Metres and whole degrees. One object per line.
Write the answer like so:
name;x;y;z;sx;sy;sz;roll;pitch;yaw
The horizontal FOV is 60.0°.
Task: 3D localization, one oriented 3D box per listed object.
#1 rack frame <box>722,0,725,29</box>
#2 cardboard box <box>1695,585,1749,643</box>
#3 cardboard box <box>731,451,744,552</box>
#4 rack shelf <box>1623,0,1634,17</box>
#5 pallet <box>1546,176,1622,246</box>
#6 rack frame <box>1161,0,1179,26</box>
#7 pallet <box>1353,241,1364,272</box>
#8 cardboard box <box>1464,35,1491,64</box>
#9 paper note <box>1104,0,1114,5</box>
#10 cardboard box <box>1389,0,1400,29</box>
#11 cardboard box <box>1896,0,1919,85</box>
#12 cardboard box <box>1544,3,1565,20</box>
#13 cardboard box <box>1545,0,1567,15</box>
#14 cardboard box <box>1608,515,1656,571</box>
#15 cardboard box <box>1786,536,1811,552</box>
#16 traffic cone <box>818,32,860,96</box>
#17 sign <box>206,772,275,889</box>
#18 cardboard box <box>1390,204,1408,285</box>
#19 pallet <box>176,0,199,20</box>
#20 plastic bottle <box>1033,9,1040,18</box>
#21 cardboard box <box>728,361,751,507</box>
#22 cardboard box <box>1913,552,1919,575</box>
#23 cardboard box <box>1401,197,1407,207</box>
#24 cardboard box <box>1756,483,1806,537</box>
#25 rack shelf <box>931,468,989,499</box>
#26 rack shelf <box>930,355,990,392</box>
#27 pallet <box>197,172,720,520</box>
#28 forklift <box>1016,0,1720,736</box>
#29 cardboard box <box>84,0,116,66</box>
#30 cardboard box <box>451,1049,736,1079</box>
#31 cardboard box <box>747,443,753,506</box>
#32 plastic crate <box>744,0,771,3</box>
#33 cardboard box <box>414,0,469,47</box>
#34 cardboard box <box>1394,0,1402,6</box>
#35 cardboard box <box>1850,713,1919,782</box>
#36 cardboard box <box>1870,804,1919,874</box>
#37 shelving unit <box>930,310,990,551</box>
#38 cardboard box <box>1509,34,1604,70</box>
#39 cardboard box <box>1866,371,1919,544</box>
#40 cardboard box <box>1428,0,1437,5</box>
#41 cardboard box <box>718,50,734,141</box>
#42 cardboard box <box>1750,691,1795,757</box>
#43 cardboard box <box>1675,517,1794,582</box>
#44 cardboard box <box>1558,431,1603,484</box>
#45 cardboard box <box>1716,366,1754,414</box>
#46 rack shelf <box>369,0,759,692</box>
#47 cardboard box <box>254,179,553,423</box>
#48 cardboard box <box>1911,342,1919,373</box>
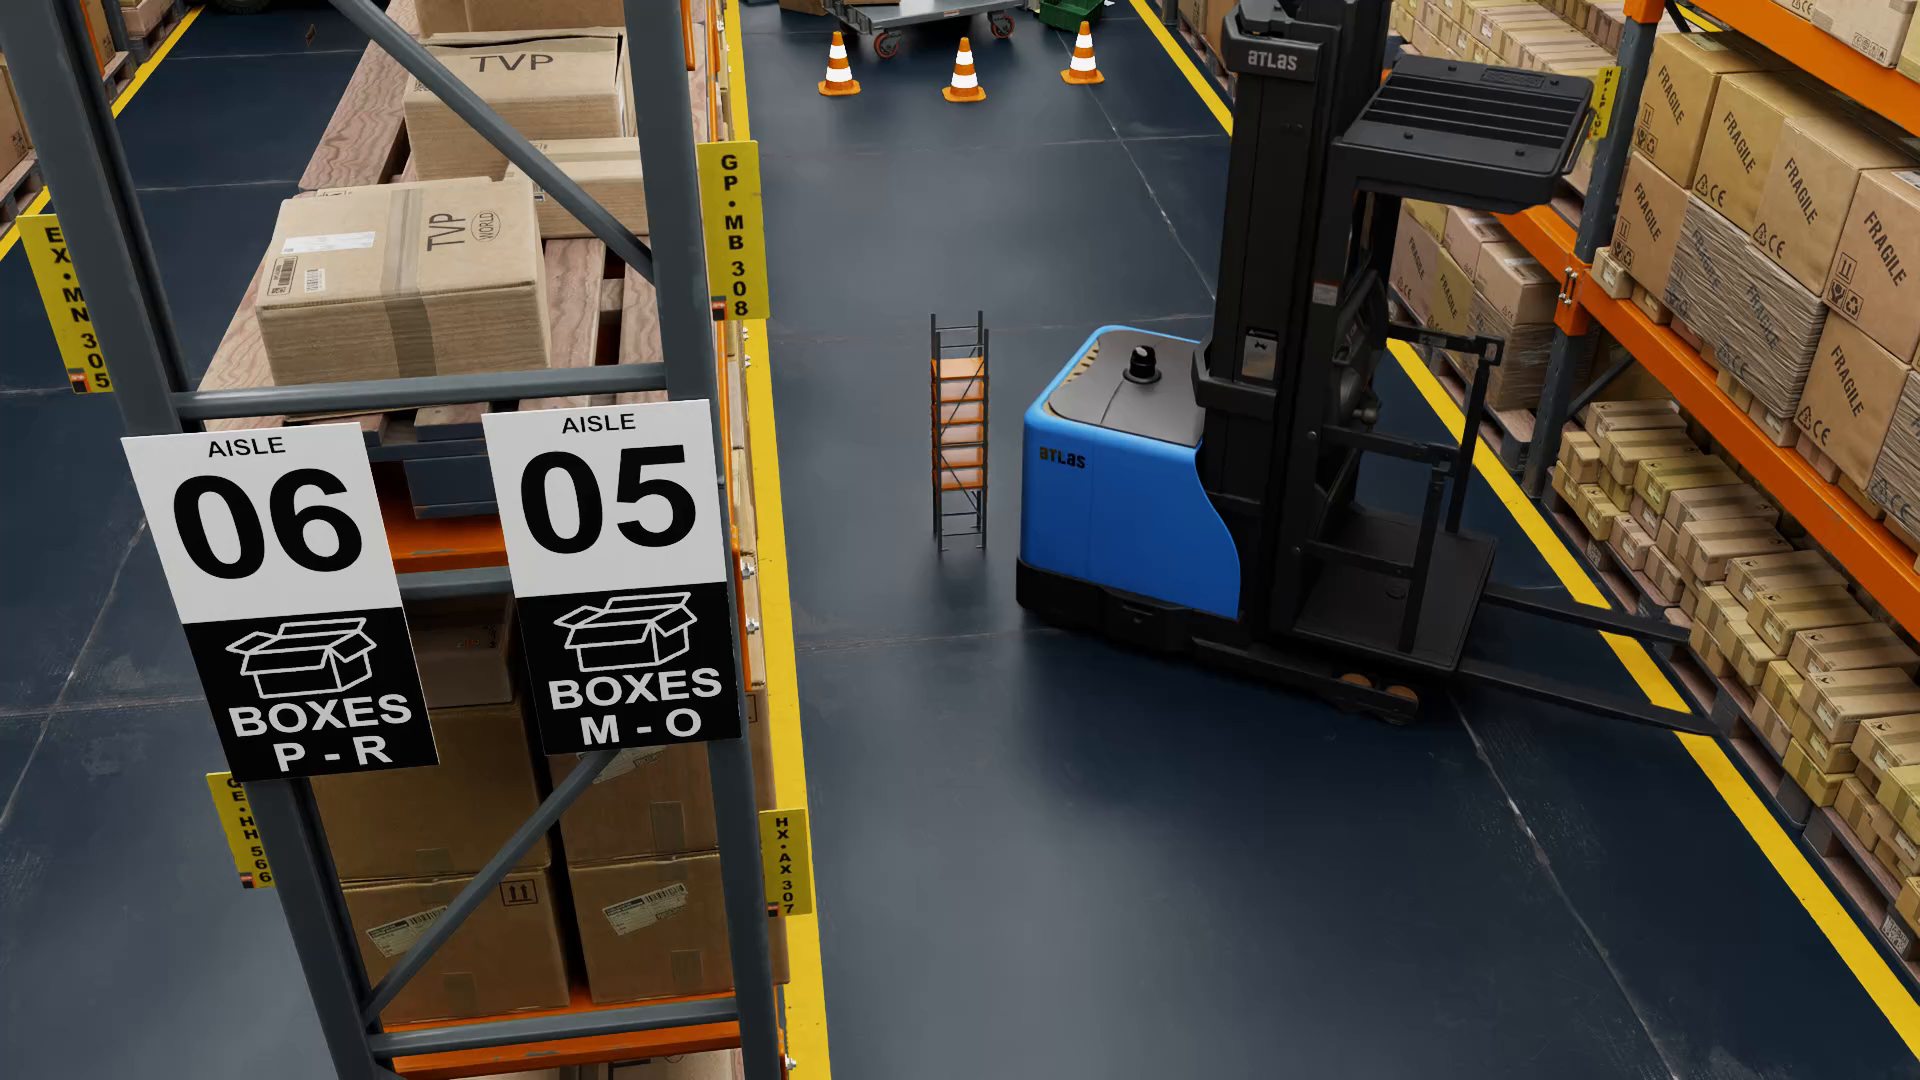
rack frame;-2.550;-5.548;13.728;1.000;3.000;0.127;-4;35;-6
cardboard box;3.358;0.312;7.023;0.380;0.149;0.250;-5;35;-7
cardboard box;-0.737;-0.088;4.163;0.380;0.149;0.250;-3;34;-5
rack shelf;3.148;-3.574;8.806;1.077;0.370;4.000;-4;35;-6
pallet;3.458;-1.874;8.506;1.003;0.211;1.213;-4;35;-6
rack frame;2.341;-5.980;14.361;1.000;3.000;0.127;-4;35;-6
pallet;2.983;-2.159;11.231;1.003;0.211;1.213;-4;35;-6
cardboard box;2.987;-2.650;9.062;0.380;0.149;0.250;-4;35;-6
paper note;1.353;-5.060;15.647;0.142;0.020;0.147;27;43;34
cardboard box;2.812;-3.252;10.208;0.380;0.149;0.250;-3;34;-4
cardboard box;3.411;-1.552;5.333;0.500;0.250;0.500;-3;34;-4
cardboard box;3.572;-2.979;9.544;0.380;0.149;0.250;-4;34;-5
cardboard box;3.571;-3.103;9.461;0.380;0.149;0.250;-3;34;-4
cardboard box;3.268;0.000;7.745;0.380;0.149;0.250;-5;35;-7
cardboard box;3.867;0.104;7.328;0.380;0.149;0.250;-4;34;-5
traffic cone;-0.996;-3.914;13.583;0.336;0.463;0.334;-4;35;-6
sign;-1.476;0.605;3.460;0.100;0.325;0.005;-4;35;-6
cardboard box;2.866;-1.908;10.232;0.500;0.500;0.500;-5;35;-8
pallet;-7.701;-5.147;15.616;1.003;0.211;1.213;-4;35;-6
plastic bottle;0.808;-4.805;15.247;0.133;0.061;0.283;-24;41;-30
cardboard box;-0.872;-0.170;4.860;0.500;0.500;0.500;-5;35;-7
cardboard box;3.522;0.090;5.678;0.380;0.149;0.250;-6;35;-8
cardboard box;2.854;-2.235;10.046;0.500;0.250;0.500;-4;34;-6
cardboard box;3.795;-0.149;7.436;0.380;0.149;0.250;-3;34;-5
rack shelf;-0.002;-0.269;8.084;0.258;0.103;0.180;-4;35;-6
rack shelf;-0.002;-0.765;7.746;0.258;0.103;0.180;-4;35;-6
pallet;-1.047;-0.468;3.688;1.003;0.211;1.213;-4;35;-6
forklift;1.820;-0.766;6.771;3.031;2.935;1.130;14;37;20
cardboard box;-7.387;-4.072;13.298;0.875;0.625;0.625;-3;34;-4
cardboard box;-1.124;1.673;5.034;0.875;0.438;0.875;-5;35;-8
cardboard box;-0.947;-0.026;5.536;0.500;0.500;0.500;-3;34;-5
plastic crate;-1.949;-5.280;15.927;0.402;0.080;0.583;-16;38;-23
cardboard box;-1.261;-1.831;5.056;0.797;0.503;0.637;-2;34;-3
cardboard box;2.823;-3.355;10.096;0.380;0.149;0.250;-5;35;-8
cardboard box;3.523;0.770;6.086;0.380;0.149;0.250;-6;35;-8
cardboard box;3.530;1.036;5.961;0.380;0.149;0.250;-6;35;-8
shelving unit;-0.002;-0.504;7.924;0.258;1.200;0.189;-4;35;-6
cardboard box;3.064;-2.481;8.549;0.380;0.149;0.250;-4;35;-7
cardboard box;3.498;-0.249;5.598;0.500;0.500;0.500;-4;35;-6
cardboard box;2.890;-3.205;9.611;0.380;0.149;0.250;-3;34;-4
cardboard box;-1.249;-1.806;7.260;0.500;0.500;0.500;-4;34;-6
cardboard box;3.433;0.725;6.681;0.380;0.149;0.250;-4;34;-5
cardboard box;3.330;0.039;7.160;0.380;0.149;0.250;-4;34;-5
cardboard box;3.149;-0.407;8.078;0.380;0.149;0.250;-3;34;-4
cardboard box;3.327;-0.648;6.760;0.380;0.149;0.250;-4;34;-5
rack shelf;-1.206;-0.910;4.897;1.077;0.370;4.000;-4;35;-6
cardboard box;-1.086;-0.489;3.311;0.500;0.250;0.500;-7;35;-11
cardboard box;3.500;-0.669;5.328;0.500;0.500;0.500;-3;34;-4
